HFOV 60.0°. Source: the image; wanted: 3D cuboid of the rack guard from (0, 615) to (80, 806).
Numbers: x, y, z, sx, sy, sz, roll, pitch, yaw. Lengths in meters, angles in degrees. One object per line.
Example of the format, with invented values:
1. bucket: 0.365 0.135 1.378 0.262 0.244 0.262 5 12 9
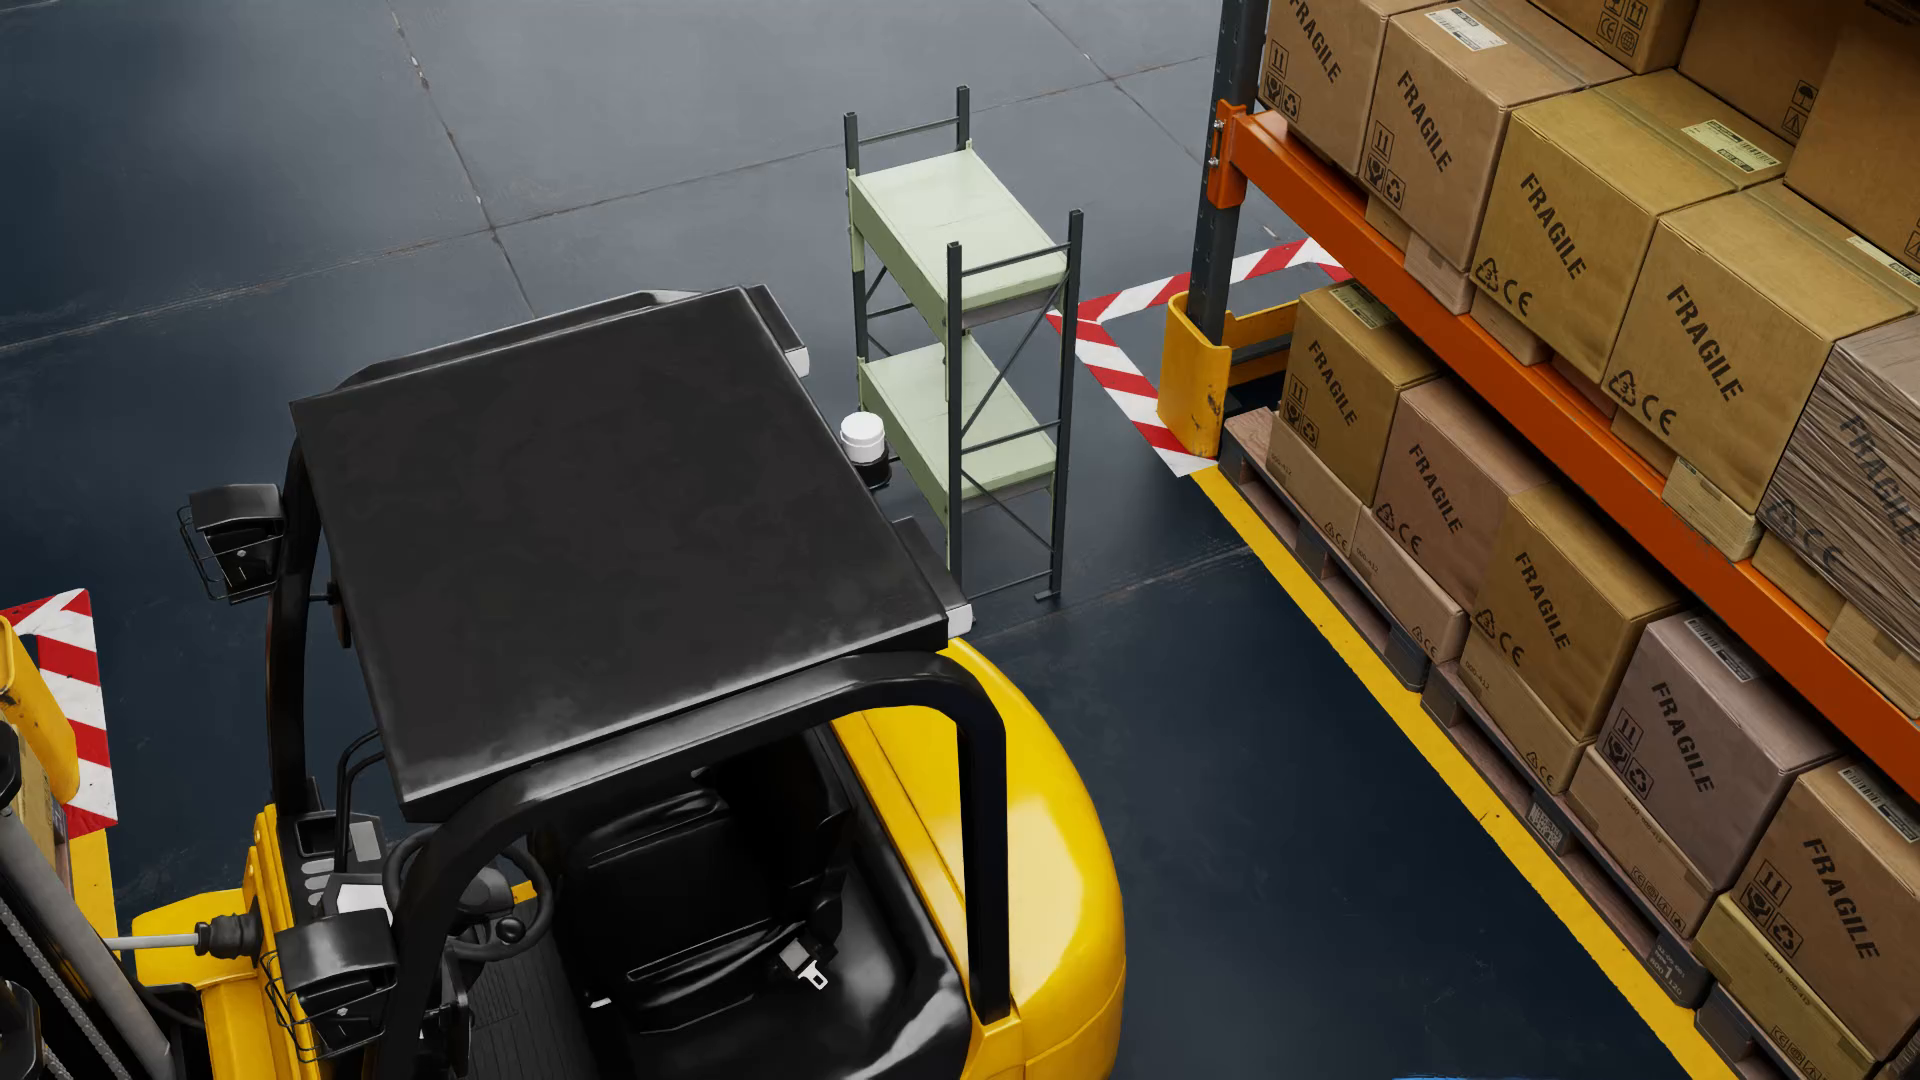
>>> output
1. rack guard: -3.225 0.661 4.724 1.175 0.500 0.348 -18 47 -17

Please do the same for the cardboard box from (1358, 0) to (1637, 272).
1. cardboard box: 1.455 -1.110 4.457 0.500 0.500 0.500 -17 47 -16

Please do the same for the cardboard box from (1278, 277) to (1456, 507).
1. cardboard box: 1.385 -0.509 5.255 0.500 0.500 0.500 -20 48 -19

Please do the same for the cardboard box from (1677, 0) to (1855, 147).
1. cardboard box: 2.213 -1.299 3.936 0.700 0.500 0.500 -19 48 -18

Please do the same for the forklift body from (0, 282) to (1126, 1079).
1. forklift body: -0.763 0.758 3.450 2.313 2.155 1.214 -18 47 -17

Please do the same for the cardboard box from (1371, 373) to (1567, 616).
1. cardboard box: 1.609 -0.177 4.918 0.500 0.500 0.500 -20 48 -19

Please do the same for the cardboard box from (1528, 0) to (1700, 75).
1. cardboard box: 1.906 -1.593 4.234 0.700 0.500 0.500 -18 47 -17

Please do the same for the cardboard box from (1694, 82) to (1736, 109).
1. cardboard box: 2.178 -0.918 4.262 0.500 0.500 0.500 -18 47 -18

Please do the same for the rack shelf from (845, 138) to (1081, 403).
1. rack shelf: -0.003 -0.816 4.953 0.431 0.370 0.720 -18 47 -17

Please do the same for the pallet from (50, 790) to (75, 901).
1. pallet: -2.856 1.254 4.329 1.003 0.211 1.213 -18 47 -17

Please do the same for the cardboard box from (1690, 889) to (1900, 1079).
1. cardboard box: 2.243 1.063 4.196 0.500 0.250 0.500 -19 48 -18

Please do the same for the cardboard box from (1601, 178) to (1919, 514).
1. cardboard box: 1.891 -0.464 3.802 0.500 0.500 0.500 -19 48 -18

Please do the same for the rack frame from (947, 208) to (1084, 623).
1. rack frame: 0.151 -0.305 4.991 0.400 1.500 0.023 -18 47 -17

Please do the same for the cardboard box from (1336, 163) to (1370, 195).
1. cardboard box: 1.361 -1.158 4.967 0.380 0.149 0.250 -17 47 -17

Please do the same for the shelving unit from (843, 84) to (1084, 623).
1. shelving unit: -0.003 -0.538 5.228 0.431 1.500 0.755 -18 47 -17

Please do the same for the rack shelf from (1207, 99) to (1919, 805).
1. rack shelf: 2.128 -0.151 4.280 1.077 0.370 4.000 -18 47 -17

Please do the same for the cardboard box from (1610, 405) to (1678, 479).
1. cardboard box: 1.853 -0.307 4.105 0.380 0.149 0.250 -19 48 -18

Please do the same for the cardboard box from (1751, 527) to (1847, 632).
1. cardboard box: 2.046 0.023 3.769 0.380 0.149 0.250 -19 48 -18

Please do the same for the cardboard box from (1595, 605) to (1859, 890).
1. cardboard box: 2.045 0.483 4.249 0.500 0.500 0.500 -16 47 -15

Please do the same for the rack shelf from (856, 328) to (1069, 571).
1. rack shelf: -0.003 -0.306 5.457 0.431 0.370 0.720 -18 47 -17

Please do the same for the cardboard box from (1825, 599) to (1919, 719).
1. cardboard box: 2.127 0.195 3.595 0.380 0.149 0.250 -19 48 -18

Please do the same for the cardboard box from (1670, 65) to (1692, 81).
1. cardboard box: 1.971 -1.238 4.586 0.500 0.500 0.500 -18 47 -17

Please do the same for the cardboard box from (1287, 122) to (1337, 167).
1. cardboard box: 1.242 -1.315 5.126 0.380 0.149 0.250 -18 47 -17

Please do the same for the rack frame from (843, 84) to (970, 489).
1. rack frame: -0.157 -0.771 5.464 0.400 1.500 0.023 -18 47 -17

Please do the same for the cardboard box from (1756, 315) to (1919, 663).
1. cardboard box: 2.111 -0.139 3.473 0.500 0.500 0.500 -17 47 -16

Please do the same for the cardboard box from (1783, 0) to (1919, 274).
1. cardboard box: 2.297 -0.940 3.572 0.700 0.500 0.500 -18 47 -18

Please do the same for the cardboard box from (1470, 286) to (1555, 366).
1. cardboard box: 1.603 -0.635 4.437 0.380 0.149 0.250 -17 47 -16

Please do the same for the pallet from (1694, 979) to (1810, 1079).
1. pallet: 2.654 1.442 4.138 1.003 0.211 1.213 -18 47 -17

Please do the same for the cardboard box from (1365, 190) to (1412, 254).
1. cardboard box: 1.399 -0.965 4.771 0.380 0.149 0.250 -19 48 -19

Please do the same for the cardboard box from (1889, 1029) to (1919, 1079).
1. cardboard box: 2.476 1.132 3.592 0.500 0.500 0.500 -19 48 -18

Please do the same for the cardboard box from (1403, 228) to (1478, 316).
1. cardboard box: 1.464 -0.790 4.594 0.380 0.149 0.250 -17 47 -17

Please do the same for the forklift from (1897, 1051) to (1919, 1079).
1. forklift: 2.129 1.279 2.366 3.031 2.935 1.130 4 45 4

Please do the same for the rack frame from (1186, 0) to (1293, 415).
1. rack frame: 1.287 -1.682 5.319 1.000 3.000 0.127 -18 47 -17

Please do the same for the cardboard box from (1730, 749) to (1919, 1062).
1. cardboard box: 2.261 0.808 3.920 0.500 0.500 0.500 -17 47 -17

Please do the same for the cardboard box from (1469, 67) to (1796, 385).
1. cardboard box: 1.670 -0.786 4.128 0.500 0.500 0.500 -19 48 -18

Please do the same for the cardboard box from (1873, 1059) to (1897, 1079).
1. cardboard box: 2.476 1.399 3.855 0.500 0.250 0.500 -16 47 -16

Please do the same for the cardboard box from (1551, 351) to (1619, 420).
1. cardboard box: 1.769 -0.484 4.284 0.380 0.149 0.250 -17 47 -16

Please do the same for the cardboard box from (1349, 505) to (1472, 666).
1. cardboard box: 1.583 0.071 5.201 0.500 0.250 0.500 -16 47 -16

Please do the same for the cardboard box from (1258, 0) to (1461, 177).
1. cardboard box: 1.234 -1.440 4.790 0.500 0.500 0.500 -19 48 -18

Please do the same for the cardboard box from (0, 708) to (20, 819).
1. cardboard box: -2.727 0.656 4.253 0.500 0.250 0.500 -19 48 -18

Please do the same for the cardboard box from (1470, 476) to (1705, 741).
1. cardboard box: 1.813 0.145 4.592 0.500 0.500 0.500 -17 47 -17

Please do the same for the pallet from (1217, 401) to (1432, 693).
1. pallet: 1.628 -0.113 5.714 1.003 0.211 1.213 -18 47 -17

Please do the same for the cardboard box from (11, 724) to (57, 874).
1. cardboard box: -2.731 0.822 4.440 0.500 0.250 0.500 -18 47 -17

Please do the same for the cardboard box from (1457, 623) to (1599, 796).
1. cardboard box: 1.824 0.415 4.853 0.500 0.250 0.500 -15 47 -15

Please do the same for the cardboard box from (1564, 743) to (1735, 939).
1. cardboard box: 2.034 0.737 4.526 0.500 0.250 0.500 -17 47 -17

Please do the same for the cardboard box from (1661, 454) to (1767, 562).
1. cardboard box: 1.905 -0.130 3.925 0.380 0.149 0.250 -18 47 -17

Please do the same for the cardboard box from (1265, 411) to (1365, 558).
1. cardboard box: 1.375 -0.257 5.533 0.500 0.250 0.500 -18 48 -18

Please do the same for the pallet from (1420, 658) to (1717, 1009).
1. pallet: 2.137 0.664 4.927 1.003 0.211 1.213 -18 47 -17

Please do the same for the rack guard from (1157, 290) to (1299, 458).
1. rack guard: 1.319 -0.744 6.148 1.175 0.500 0.348 -18 47 -17
